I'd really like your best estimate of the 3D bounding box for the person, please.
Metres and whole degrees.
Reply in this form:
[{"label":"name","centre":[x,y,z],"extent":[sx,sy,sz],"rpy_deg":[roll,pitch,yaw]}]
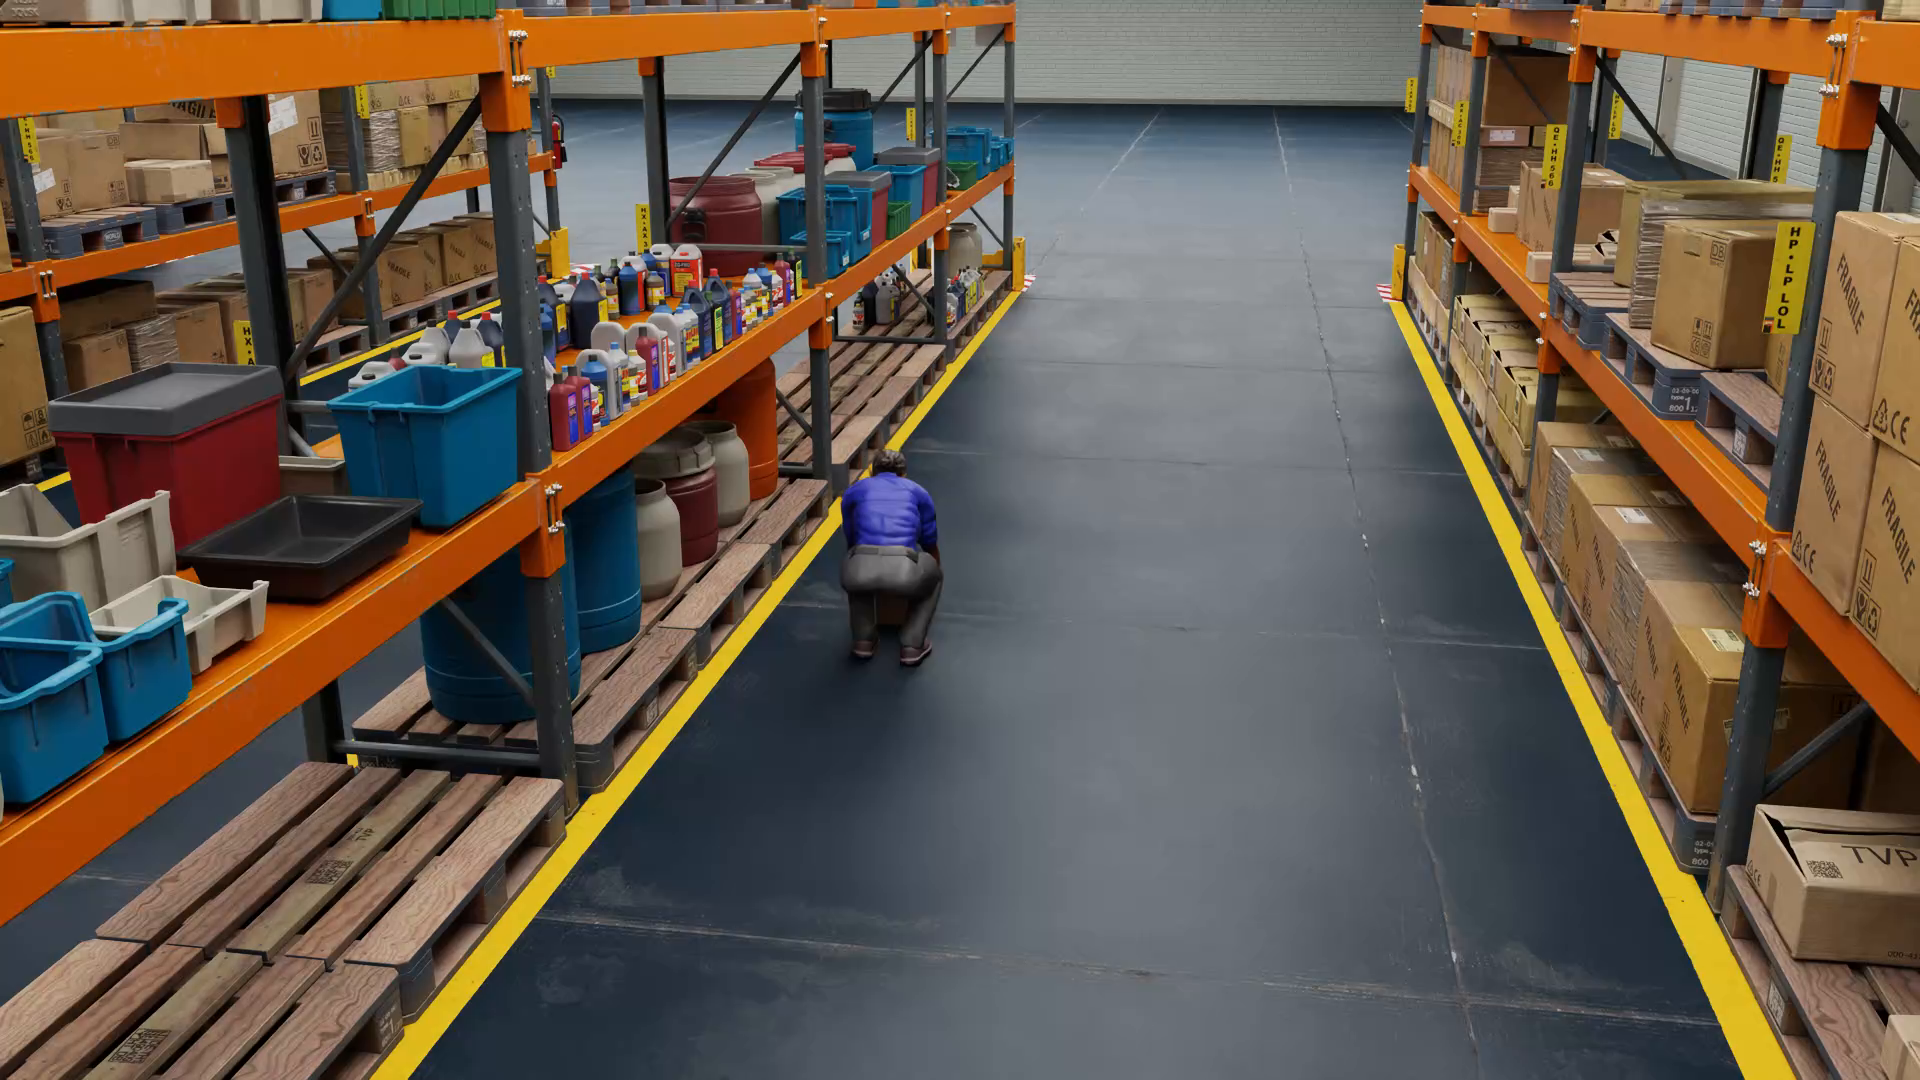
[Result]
[{"label":"person","centre":[-0.326,0.080,7.619],"extent":[0.481,0.861,0.814],"rpy_deg":[3,18,8]}]
